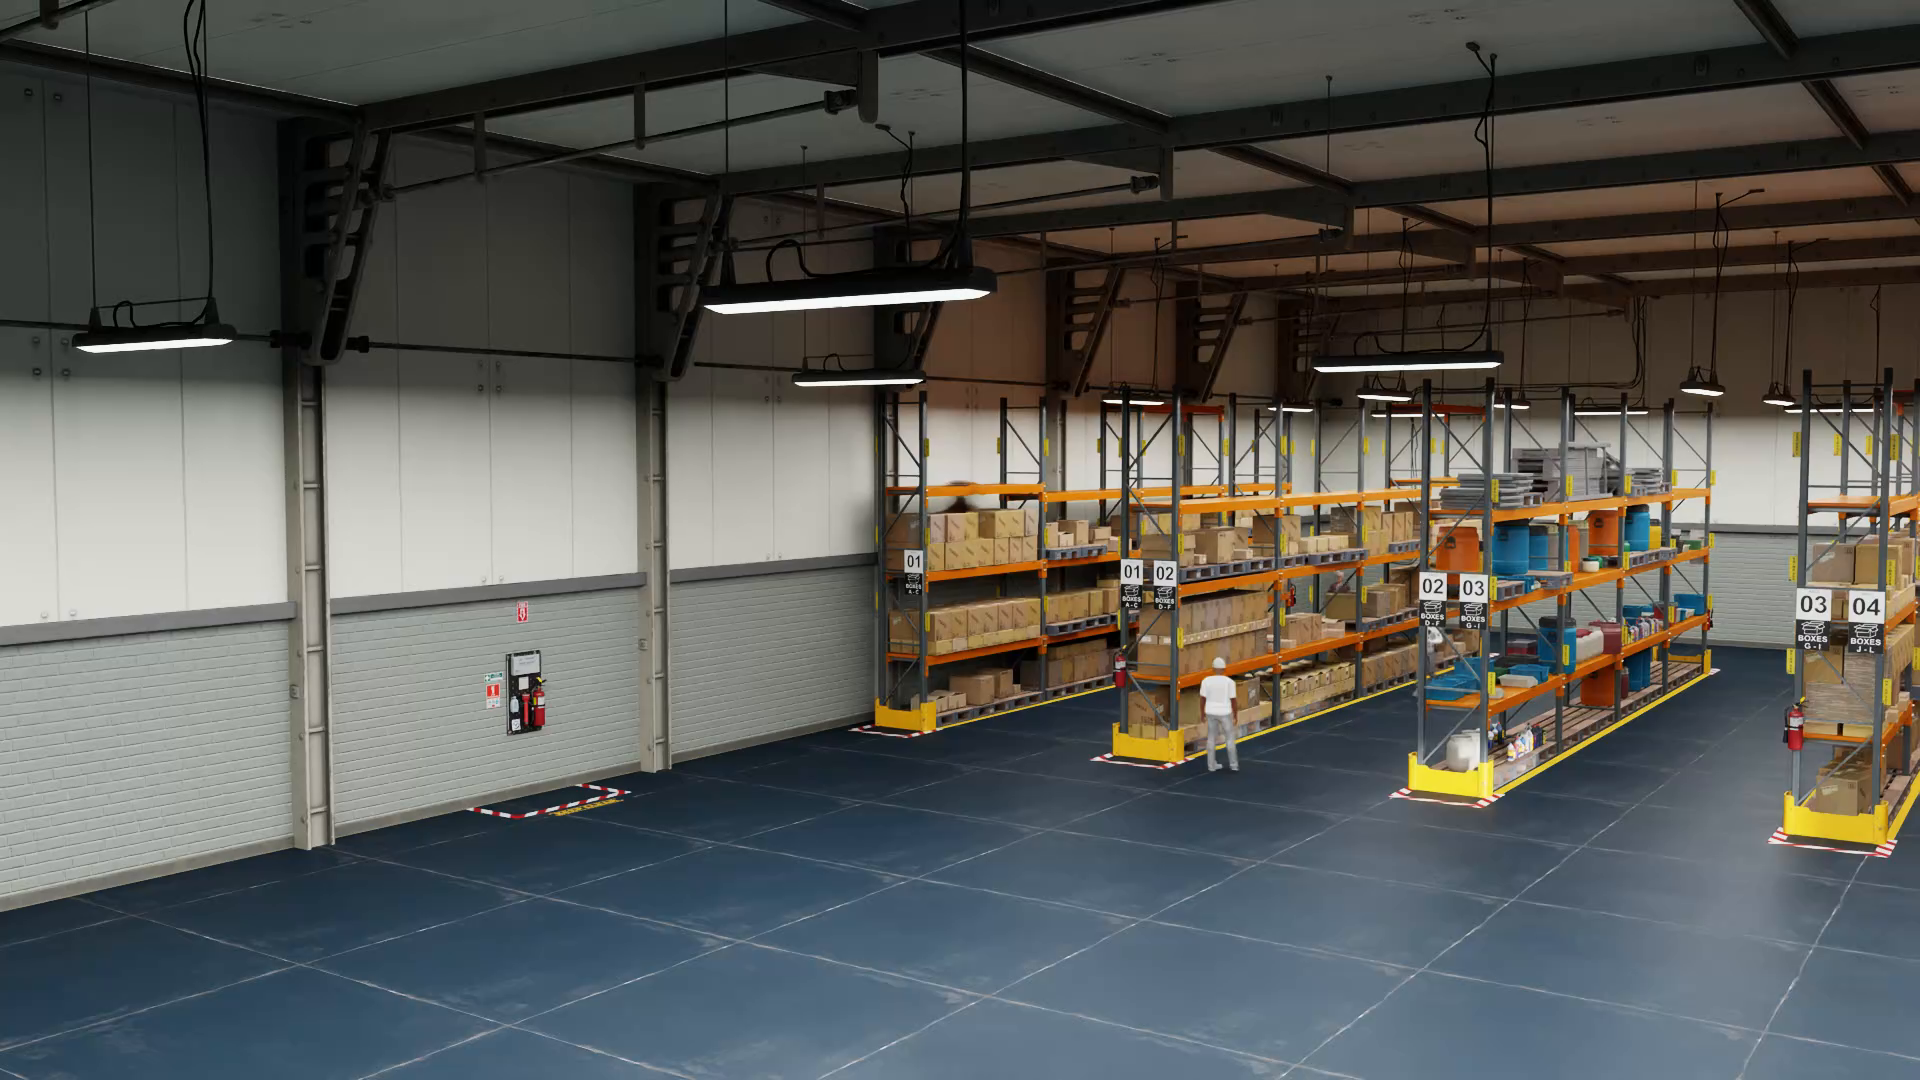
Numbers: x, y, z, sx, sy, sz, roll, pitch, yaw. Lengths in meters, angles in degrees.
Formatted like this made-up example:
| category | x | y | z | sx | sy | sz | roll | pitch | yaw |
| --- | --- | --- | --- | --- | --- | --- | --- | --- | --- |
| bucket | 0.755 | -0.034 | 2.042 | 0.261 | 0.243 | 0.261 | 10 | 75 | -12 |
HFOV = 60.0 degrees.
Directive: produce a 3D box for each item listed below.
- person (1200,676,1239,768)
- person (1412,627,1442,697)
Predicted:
| category | x | y | z | sx | sy | sz | roll | pitch | yaw |
| --- | --- | --- | --- | --- | --- | --- | --- | --- | --- |
| person | 4.009 | 2.809 | 25.685 | 0.556 | 1.421 | 0.407 | 2 | 4 | 35 |
| person | 9.429 | 2.296 | 33.476 | 0.585 | 1.630 | 0.948 | 2 | 4 | 34 |
